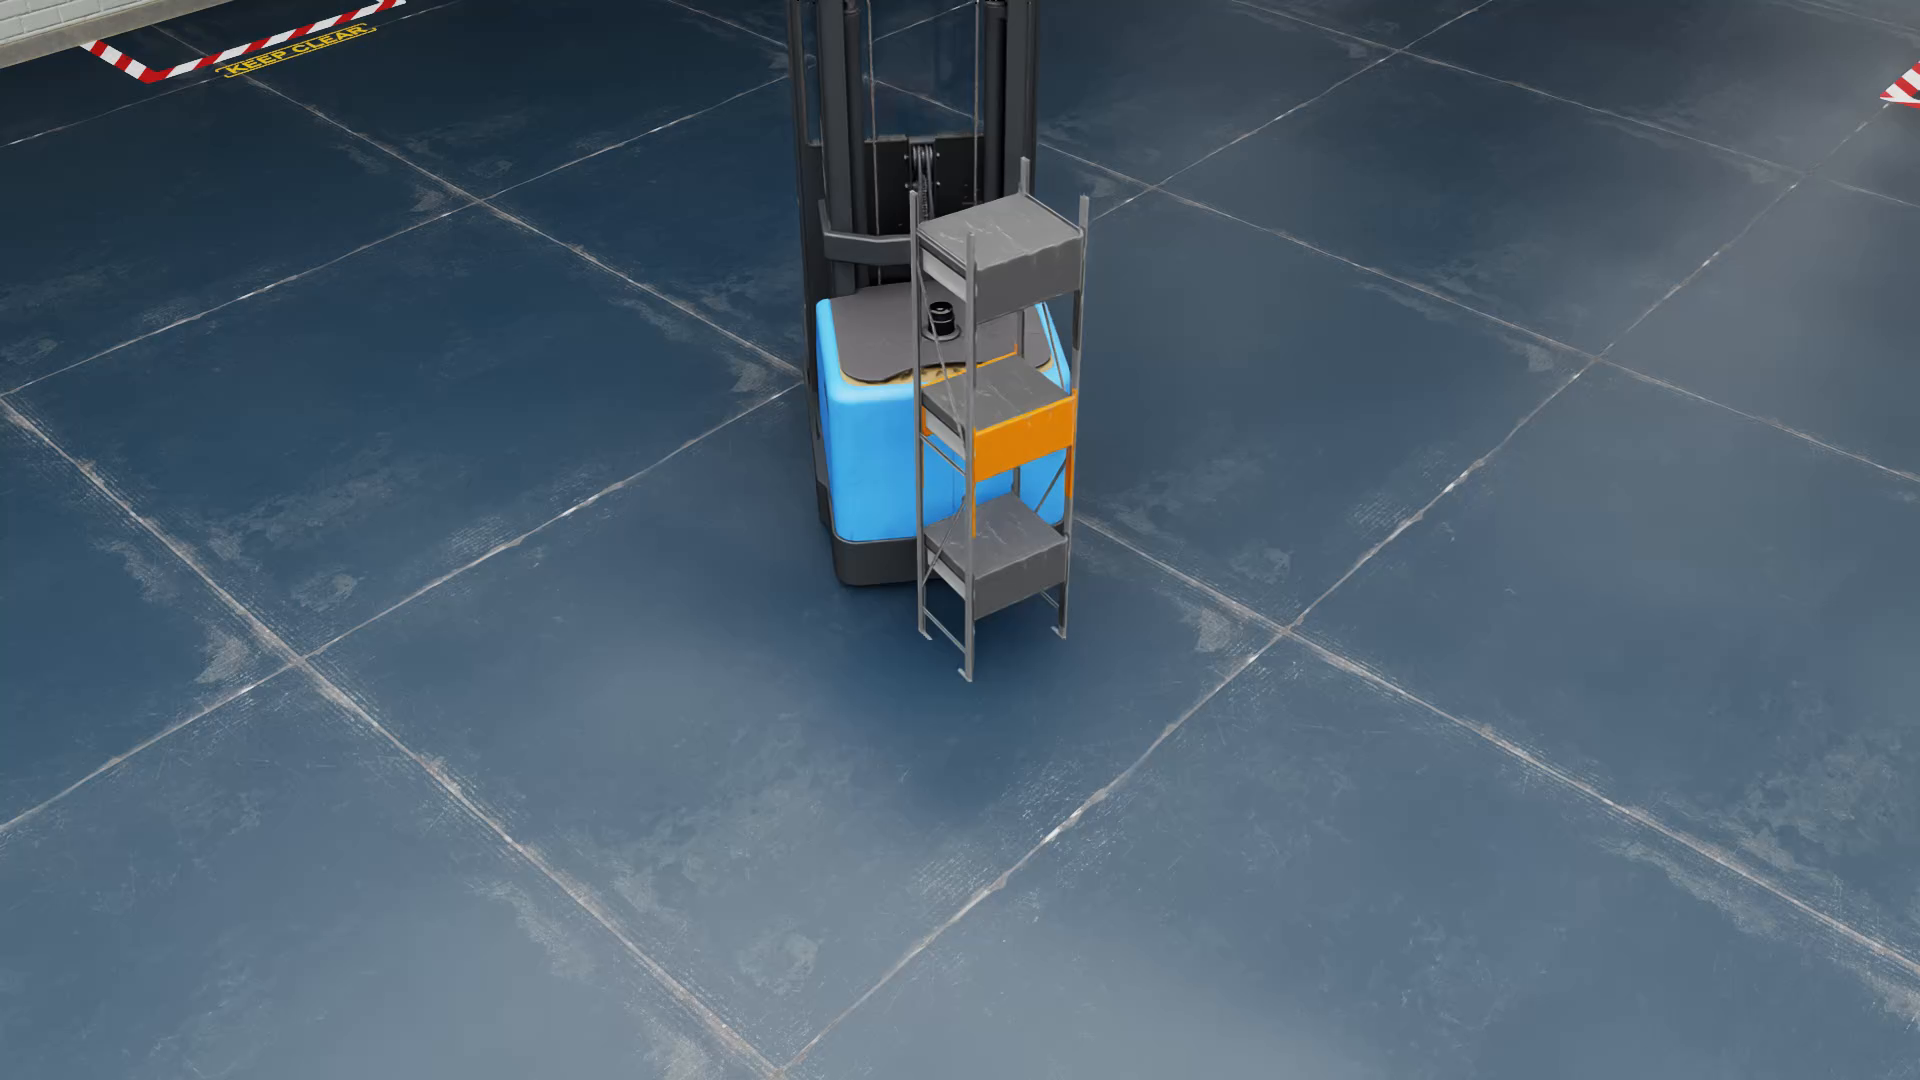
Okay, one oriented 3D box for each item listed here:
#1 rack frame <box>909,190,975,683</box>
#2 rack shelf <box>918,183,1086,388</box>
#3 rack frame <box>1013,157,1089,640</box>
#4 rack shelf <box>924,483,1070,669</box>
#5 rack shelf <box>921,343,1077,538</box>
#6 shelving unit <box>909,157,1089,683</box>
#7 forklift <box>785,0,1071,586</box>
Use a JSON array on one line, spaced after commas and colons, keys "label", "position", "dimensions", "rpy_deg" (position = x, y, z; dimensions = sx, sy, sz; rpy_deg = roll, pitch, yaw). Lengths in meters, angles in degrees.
[{"label": "rack frame", "position": [-0.065, -0.325, 6.471], "dimensions": [0.015, 2.100, 0.400], "rpy_deg": [-22, 44, -26]}, {"label": "rack shelf", "position": [0.139, -0.946, 6.150], "dimensions": [0.480, 0.518, 0.431], "rpy_deg": [-22, 44, -26]}, {"label": "rack frame", "position": [0.342, -0.492, 6.682], "dimensions": [0.015, 2.100, 0.400], "rpy_deg": [-22, 44, -26]}, {"label": "rack shelf", "position": [0.139, 0.150, 7.021], "dimensions": [0.480, 0.518, 0.431], "rpy_deg": [-22, 44, -26]}, {"label": "rack shelf", "position": [0.139, -0.398, 6.585], "dimensions": [0.480, 0.518, 0.431], "rpy_deg": [-22, 44, -26]}, {"label": "shelving unit", "position": [0.139, -0.409, 6.577], "dimensions": [0.503, 2.100, 0.431], "rpy_deg": [-22, 44, -26]}, {"label": "forklift", "position": [-0.233, -1.858, 7.731], "dimensions": [1.130, 2.935, 3.031], "rpy_deg": [-5, 39, -6]}]
